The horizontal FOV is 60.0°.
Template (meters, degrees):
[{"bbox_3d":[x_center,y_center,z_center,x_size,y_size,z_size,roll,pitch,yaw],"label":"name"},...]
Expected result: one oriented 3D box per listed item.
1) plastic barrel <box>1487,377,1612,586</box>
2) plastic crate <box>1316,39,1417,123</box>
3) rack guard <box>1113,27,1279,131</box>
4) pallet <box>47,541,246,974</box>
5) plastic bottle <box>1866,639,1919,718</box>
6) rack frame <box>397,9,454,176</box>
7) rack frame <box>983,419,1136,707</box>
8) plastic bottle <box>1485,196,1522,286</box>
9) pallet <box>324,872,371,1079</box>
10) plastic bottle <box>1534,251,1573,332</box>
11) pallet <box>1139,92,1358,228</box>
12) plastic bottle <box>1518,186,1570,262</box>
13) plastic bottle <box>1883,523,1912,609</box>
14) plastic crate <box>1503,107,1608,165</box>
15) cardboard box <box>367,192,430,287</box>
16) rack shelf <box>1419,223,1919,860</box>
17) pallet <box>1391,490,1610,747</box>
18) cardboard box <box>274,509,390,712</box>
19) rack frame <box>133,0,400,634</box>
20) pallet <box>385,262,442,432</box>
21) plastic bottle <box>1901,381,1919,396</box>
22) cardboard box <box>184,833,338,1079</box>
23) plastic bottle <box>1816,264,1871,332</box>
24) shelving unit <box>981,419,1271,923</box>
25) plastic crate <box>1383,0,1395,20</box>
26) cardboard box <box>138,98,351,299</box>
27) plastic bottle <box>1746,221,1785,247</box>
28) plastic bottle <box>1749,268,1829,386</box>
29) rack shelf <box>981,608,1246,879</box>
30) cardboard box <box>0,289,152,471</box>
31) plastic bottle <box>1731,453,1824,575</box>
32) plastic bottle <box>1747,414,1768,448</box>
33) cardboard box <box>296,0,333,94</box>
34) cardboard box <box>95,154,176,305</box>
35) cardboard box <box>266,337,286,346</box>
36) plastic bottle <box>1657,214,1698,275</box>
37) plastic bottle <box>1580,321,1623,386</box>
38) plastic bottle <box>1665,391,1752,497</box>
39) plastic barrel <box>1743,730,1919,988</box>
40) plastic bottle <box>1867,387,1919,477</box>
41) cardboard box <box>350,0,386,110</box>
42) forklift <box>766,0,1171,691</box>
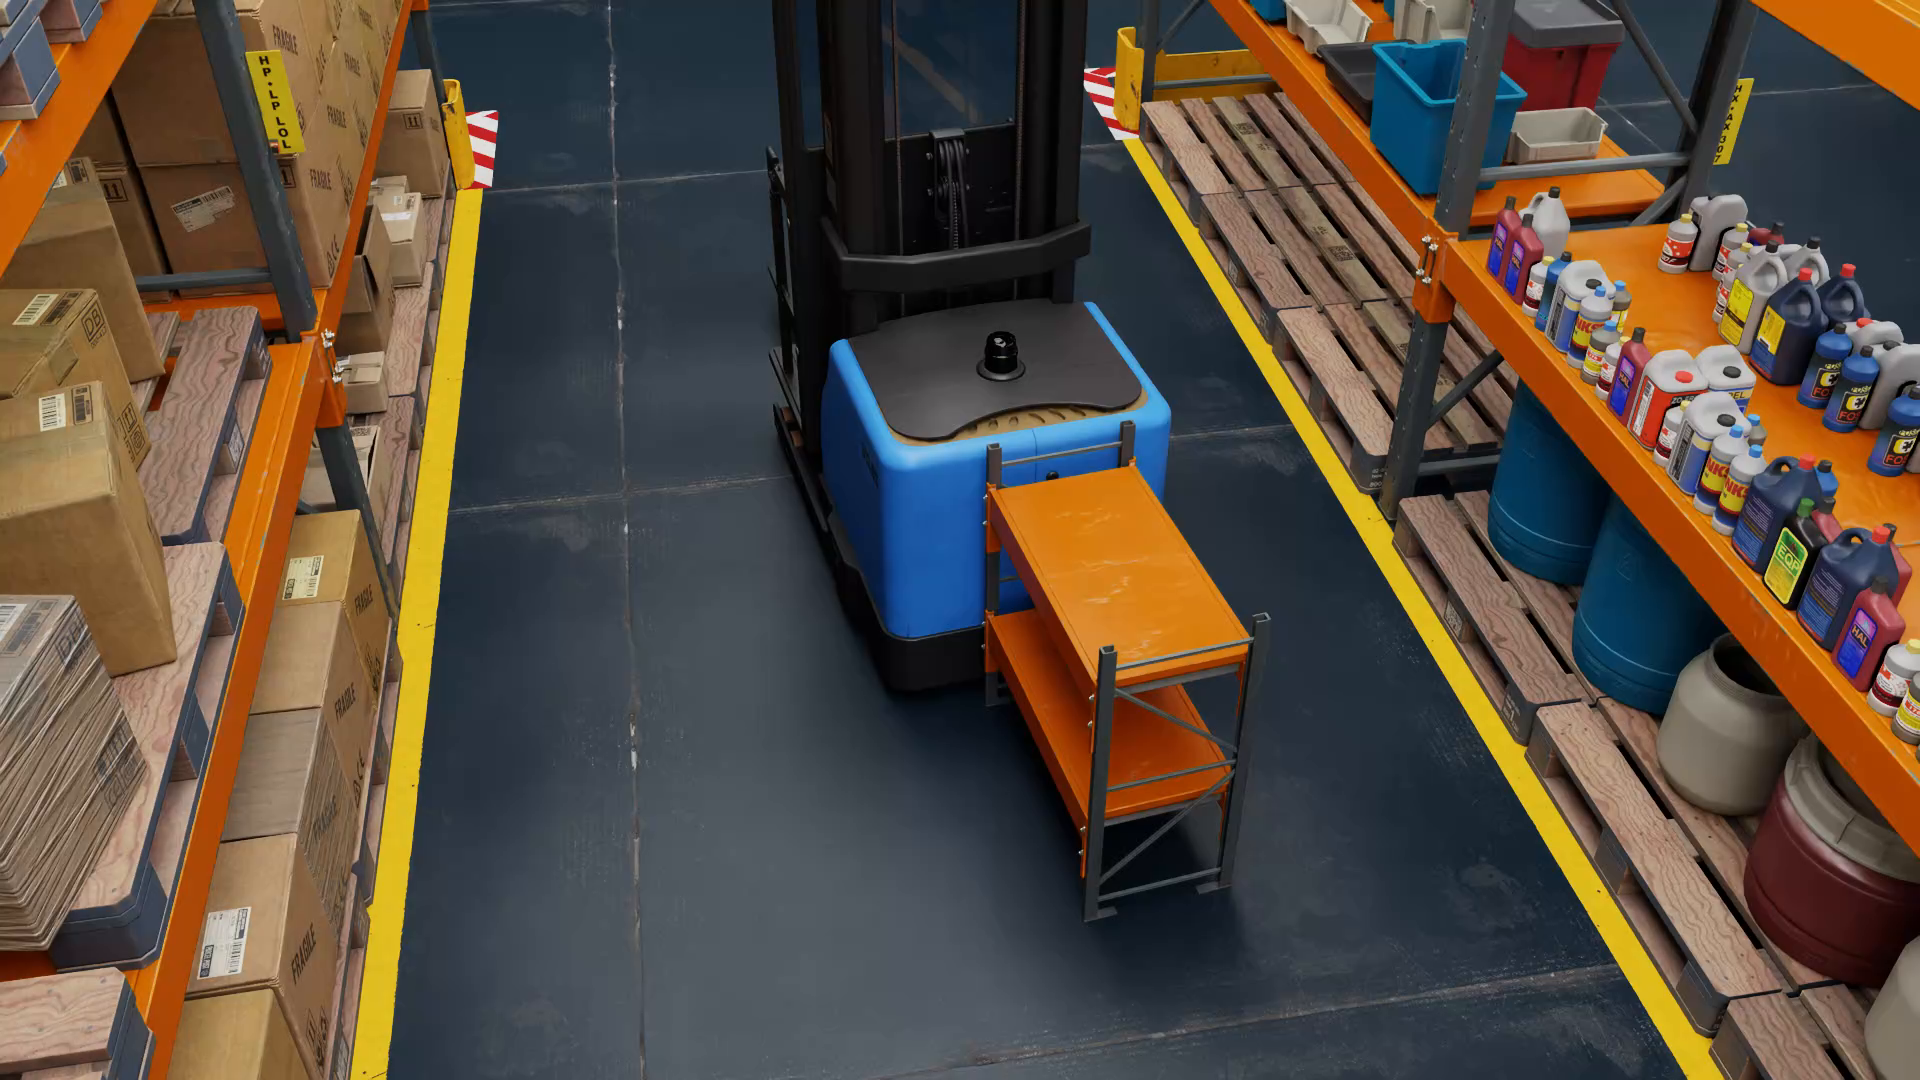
[{"bbox_3d":[2.321,-0.353,6.127,0.600,0.901,0.708,-6,38,-8],"label":"plastic barrel"},{"bbox_3d":[1.782,-1.908,6.936,0.437,0.125,0.590,-6,38,-8],"label":"plastic crate"},{"bbox_3d":[1.525,-2.788,9.931,1.175,0.500,0.348,-6,38,-8],"label":"rack guard"},{"bbox_3d":[-2.279,0.502,3.815,1.003,0.211,1.213,-6,38,-8],"label":"pallet"},{"bbox_3d":[2.291,0.328,4.045,0.097,0.201,0.097,0,38,0],"label":"plastic bottle"},{"bbox_3d":[-3.336,-3.231,8.464,1.000,3.000,0.127,-6,38,-8],"label":"rack frame"},{"bbox_3d":[0.328,0.104,5.699,0.500,1.125,0.032,-11,39,-13],"label":"rack frame"},{"bbox_3d":[1.887,-1.032,5.729,0.061,0.283,0.133,-6,38,-8],"label":"plastic bottle"},{"bbox_3d":[-2.237,1.512,4.632,1.003,0.211,1.213,-6,38,-8],"label":"pallet"},{"bbox_3d":[1.966,-0.821,5.466,0.097,0.271,0.097,0,38,0],"label":"plastic bottle"},{"bbox_3d":[1.648,-2.158,9.356,1.003,0.211,1.213,-6,38,-8],"label":"pallet"},{"bbox_3d":[1.993,-1.054,5.703,0.144,0.351,0.185,-6,38,-8],"label":"plastic bottle"},{"bbox_3d":[2.362,0.100,4.271,0.061,0.283,0.133,-6,38,-8],"label":"plastic bottle"},{"bbox_3d":[2.302,-1.562,6.481,0.396,0.136,0.243,-6,38,-8],"label":"plastic crate"},{"bbox_3d":[-2.861,-1.440,8.042,0.500,0.250,0.500,-6,38,-8],"label":"cardboard box"},{"bbox_3d":[2.593,0.146,4.703,1.077,0.370,4.000,-6,38,-8],"label":"rack shelf"},{"bbox_3d":[2.337,0.226,6.287,1.003,0.211,1.213,-6,38,-8],"label":"pallet"},{"bbox_3d":[-2.266,0.265,5.642,0.500,0.500,0.500,-6,38,-8],"label":"cardboard box"},{"bbox_3d":[-2.635,-0.815,5.355,1.000,3.000,0.127,-6,38,-8],"label":"rack frame"},{"bbox_3d":[-2.971,-0.867,7.695,1.003,0.211,1.213,-6,38,-8],"label":"pallet"},{"bbox_3d":[2.853,-0.390,4.970,0.097,0.201,0.097,0,38,0],"label":"plastic bottle"},{"bbox_3d":[-2.009,1.175,4.472,0.500,0.500,0.500,-7,38,-9],"label":"cardboard box"},{"bbox_3d":[2.759,-0.695,5.239,0.144,0.351,0.185,-6,38,-8],"label":"plastic bottle"},{"bbox_3d":[0.476,0.402,5.315,0.538,1.125,1.048,-11,39,-13],"label":"shelving unit"},{"bbox_3d":[2.154,-2.507,7.619,0.416,0.233,0.300,-6,38,-8],"label":"plastic crate"},{"bbox_3d":[-2.456,-1.192,5.758,0.500,0.500,0.500,-5,38,-7],"label":"cardboard box"},{"bbox_3d":[2.716,-0.962,5.638,0.061,0.283,0.133,-6,38,-8],"label":"plastic bottle"},{"bbox_3d":[2.617,-0.679,5.220,0.144,0.351,0.185,-6,38,-8],"label":"plastic bottle"},{"bbox_3d":[0.476,0.595,5.465,0.538,0.278,1.000,-11,39,-13],"label":"rack shelf"},{"bbox_3d":[-2.589,-0.302,4.270,0.700,0.500,0.500,-1,38,-1],"label":"cardboard box"},{"bbox_3d":[2.210,-0.092,4.464,0.144,0.351,0.185,-6,38,-8],"label":"plastic bottle"},{"bbox_3d":[2.271,-0.272,4.817,0.097,0.201,0.097,0,38,0],"label":"plastic bottle"},{"bbox_3d":[-2.531,-1.876,5.823,0.500,0.500,0.500,-7,38,-9],"label":"cardboard box"},{"bbox_3d":[-2.975,-1.129,5.677,0.500,0.500,0.500,-6,38,-7],"label":"cardboard box"},{"bbox_3d":[-3.145,-0.694,7.031,0.500,0.311,0.500,-6,38,-8],"label":"cardboard box"},{"bbox_3d":[2.511,-1.039,5.805,0.097,0.201,0.097,0,38,0],"label":"plastic bottle"},{"bbox_3d":[2.023,-0.594,5.232,0.097,0.201,0.097,0,38,0],"label":"plastic bottle"},{"bbox_3d":[2.152,-0.277,4.763,0.152,0.276,0.135,-6,38,-8],"label":"plastic bottle"},{"bbox_3d":[2.644,0.881,4.794,0.600,0.588,0.708,-6,38,-8],"label":"plastic barrel"},{"bbox_3d":[2.727,-0.320,4.822,0.097,0.271,0.097,0,38,0],"label":"plastic bottle"},{"bbox_3d":[-2.725,-2.110,6.940,0.500,0.500,0.500,-7,38,-9],"label":"cardboard box"},{"bbox_3d":[-0.181,-1.527,6.327,1.130,2.935,3.031,-10,39,-13],"label":"forklift"}]
